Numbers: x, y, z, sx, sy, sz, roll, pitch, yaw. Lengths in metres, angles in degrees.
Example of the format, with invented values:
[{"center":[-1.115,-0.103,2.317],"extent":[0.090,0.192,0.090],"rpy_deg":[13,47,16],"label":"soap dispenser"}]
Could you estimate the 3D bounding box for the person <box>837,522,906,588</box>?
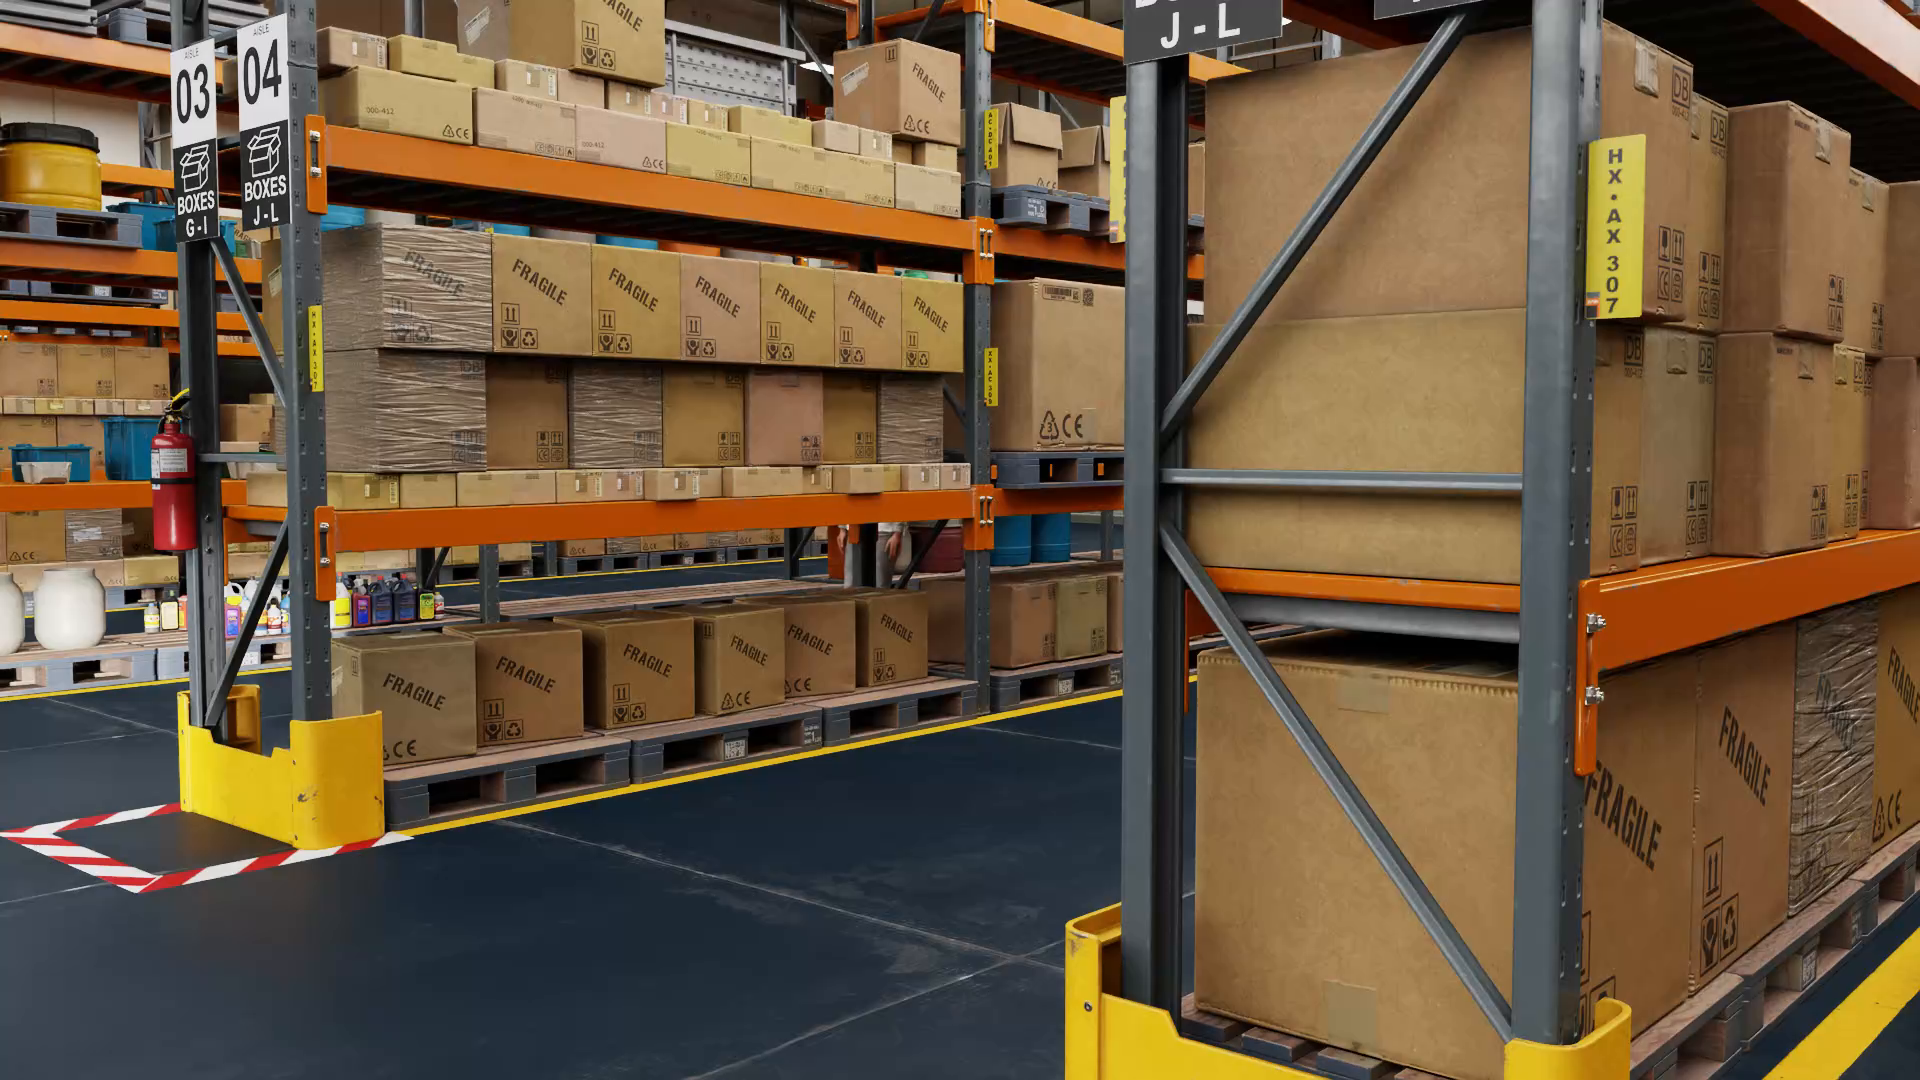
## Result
[{"center":[-0.647,-0.038,12.129],"extent":[0.593,1.771,0.464],"rpy_deg":[3,4,37],"label":"person"}]
